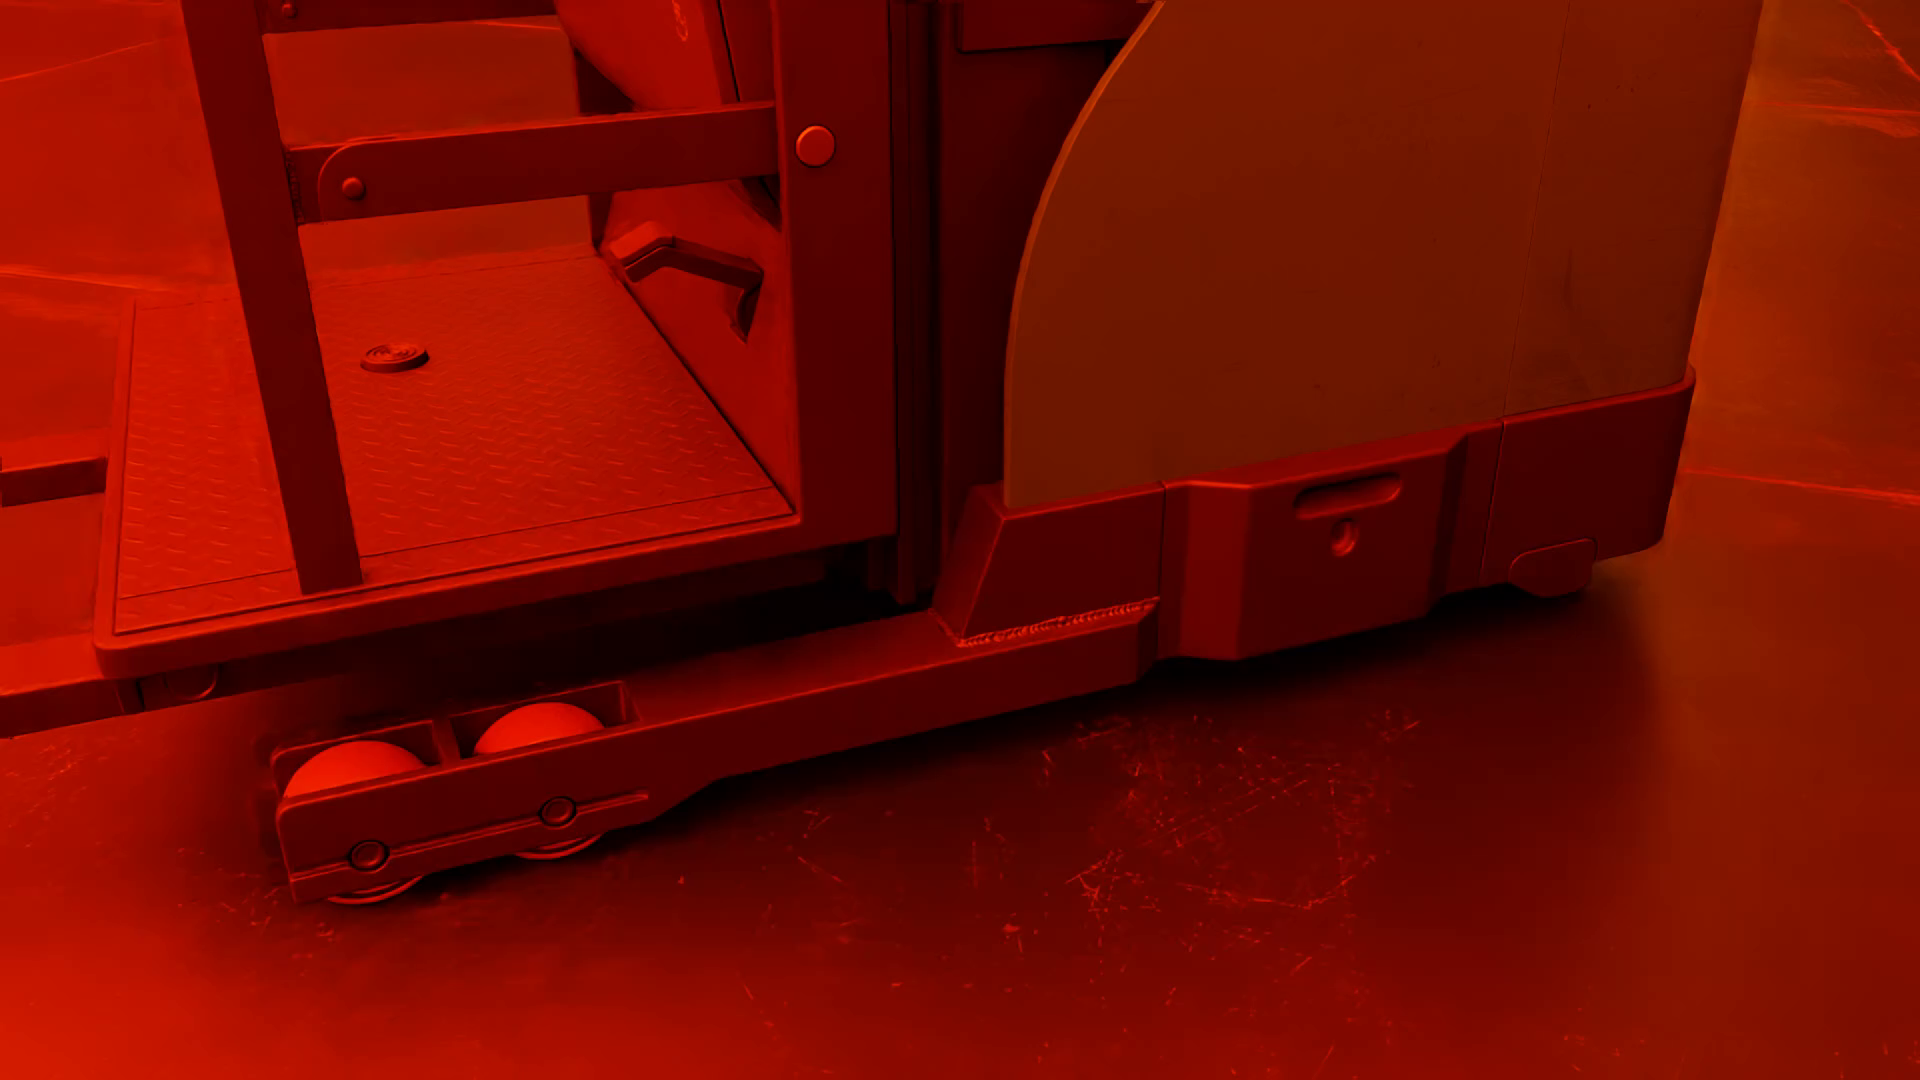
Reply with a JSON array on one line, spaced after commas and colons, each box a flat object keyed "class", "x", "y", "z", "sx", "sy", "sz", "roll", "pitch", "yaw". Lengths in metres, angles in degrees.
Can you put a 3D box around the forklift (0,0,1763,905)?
[{"class": "forklift", "x": -0.562, "y": -1.196, "z": 1.620, "sx": 3.031, "sy": 2.935, "sz": 1.130, "roll": -11, "pitch": 29, "yaw": -20}]
